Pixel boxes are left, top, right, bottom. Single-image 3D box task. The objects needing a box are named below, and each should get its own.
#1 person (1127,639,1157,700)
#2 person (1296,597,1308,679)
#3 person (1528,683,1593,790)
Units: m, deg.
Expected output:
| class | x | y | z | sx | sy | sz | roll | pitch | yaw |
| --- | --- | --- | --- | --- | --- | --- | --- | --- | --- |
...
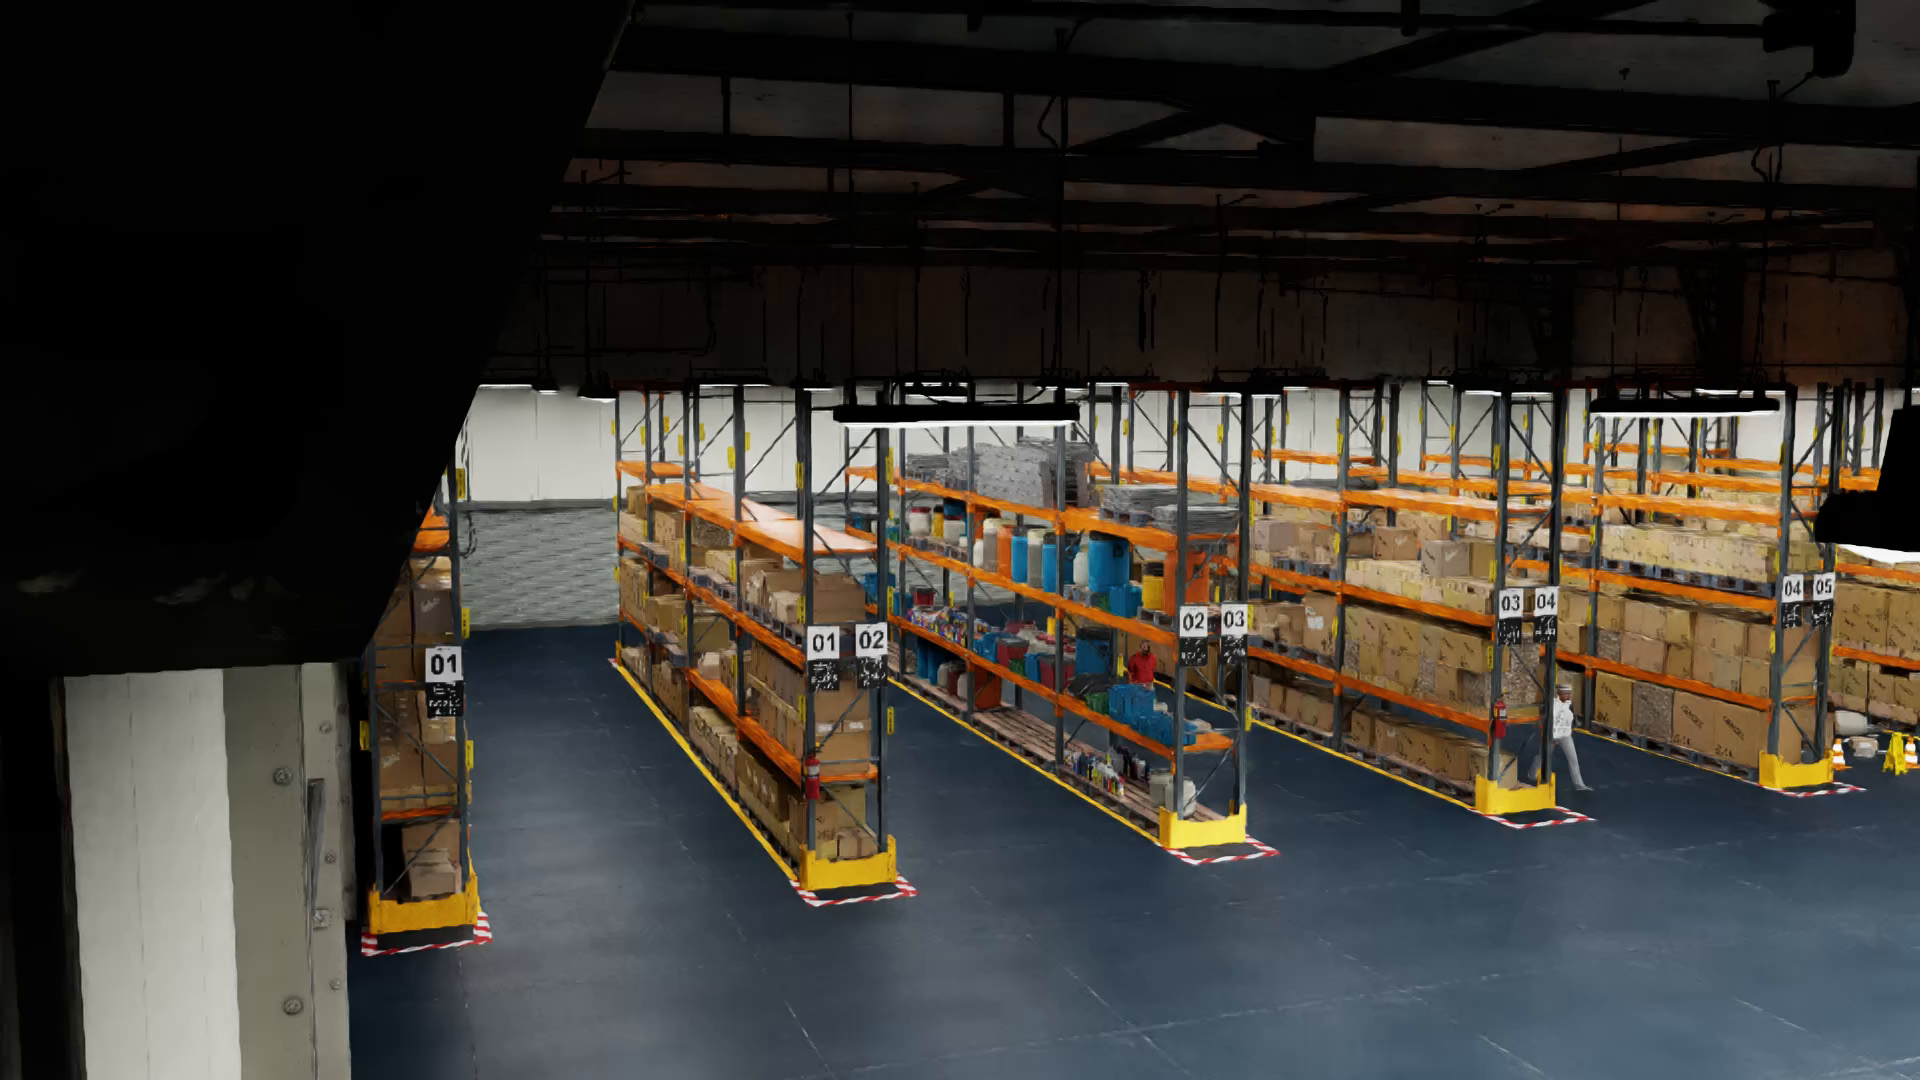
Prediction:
| class | x | y | z | sx | sy | sz | roll | pitch | yaw |
| --- | --- | --- | --- | --- | --- | --- | --- | --- | --- |
| person | 3.109 | 2.499 | 28.371 | 0.542 | 1.645 | 1.126 | -2 | 6 | -17 |
| person | 6.766 | 2.072 | 33.106 | 0.729 | 1.545 | 0.546 | -2 | 6 | -21 |
| person | 8.941 | 2.902 | 24.808 | 0.455 | 1.588 | 1.089 | -2 | 7 | -22 |
